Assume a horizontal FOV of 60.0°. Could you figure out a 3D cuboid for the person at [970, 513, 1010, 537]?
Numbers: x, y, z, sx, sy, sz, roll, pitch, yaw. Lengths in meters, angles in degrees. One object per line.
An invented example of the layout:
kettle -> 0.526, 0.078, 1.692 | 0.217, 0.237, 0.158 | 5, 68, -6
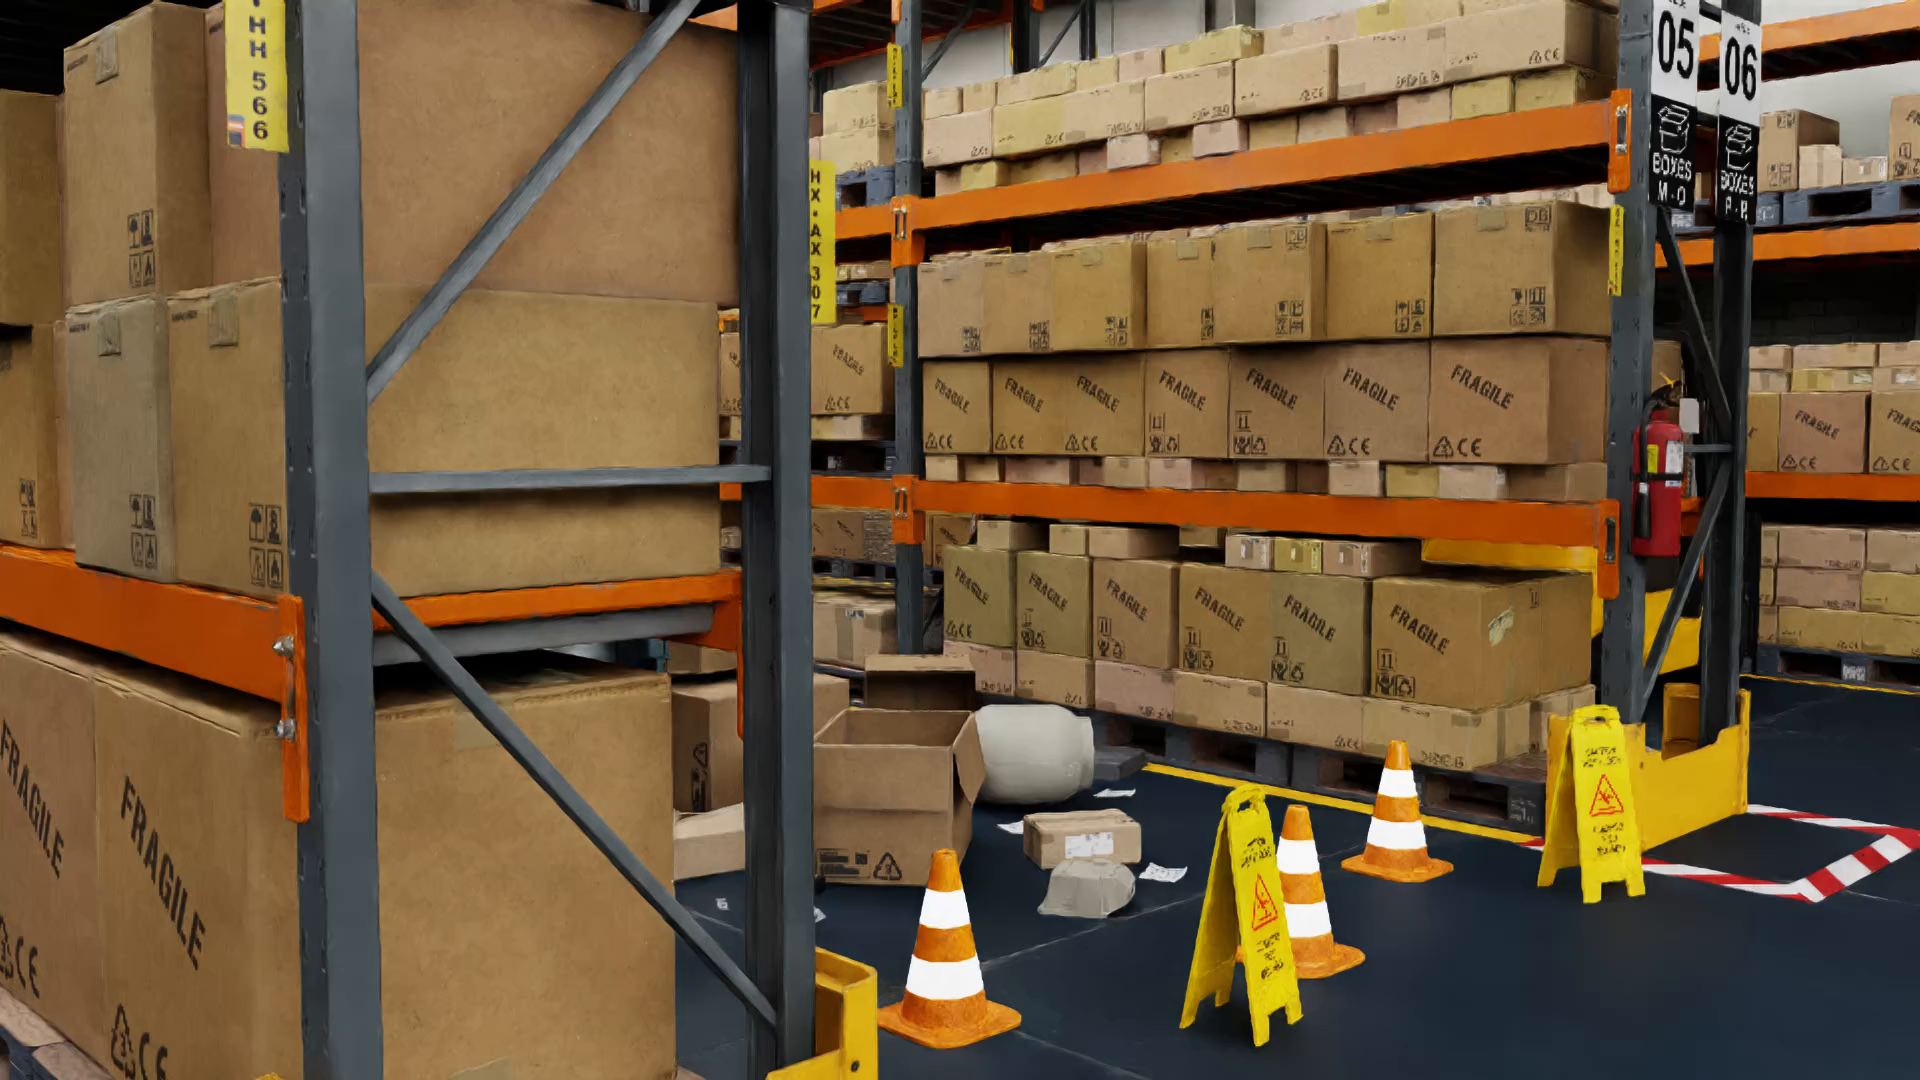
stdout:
person -> 0.233, -0.051, 11.752 | 0.557, 1.649, 0.457 | 2, 4, 23
